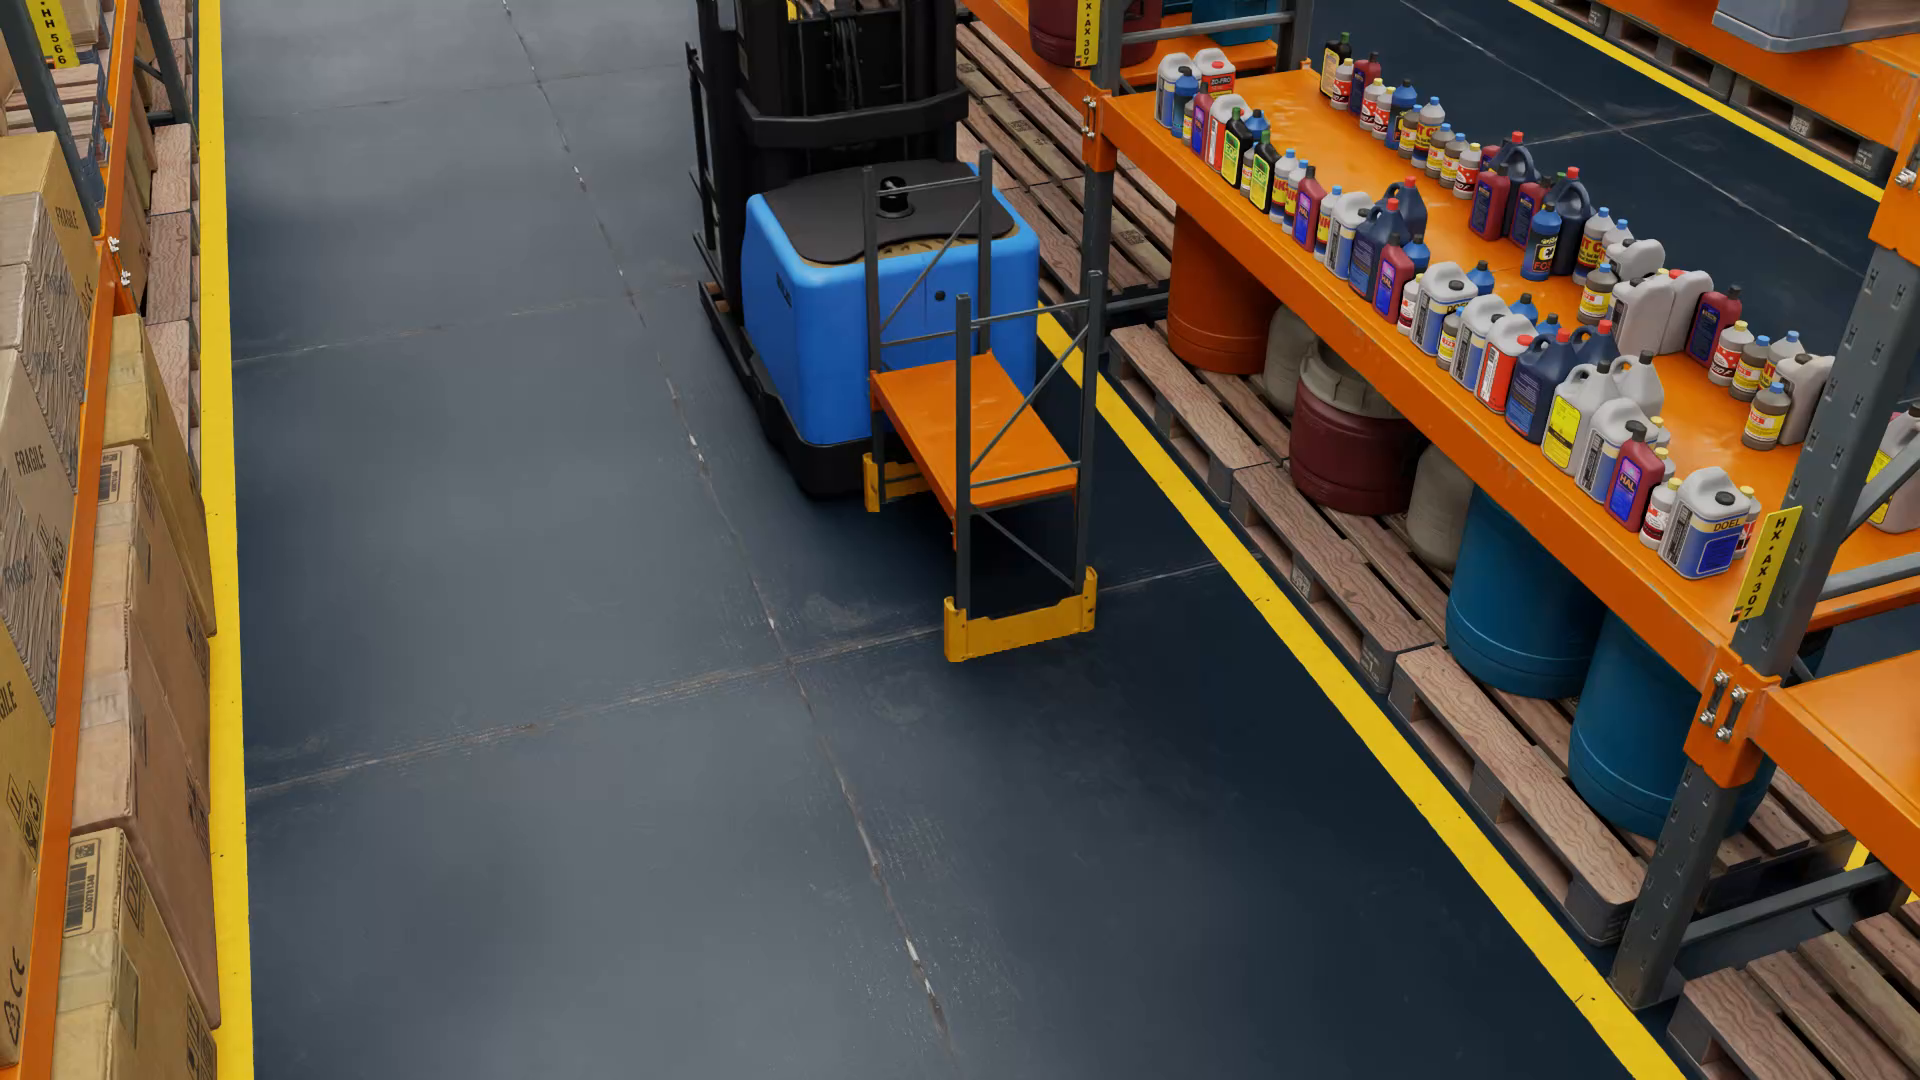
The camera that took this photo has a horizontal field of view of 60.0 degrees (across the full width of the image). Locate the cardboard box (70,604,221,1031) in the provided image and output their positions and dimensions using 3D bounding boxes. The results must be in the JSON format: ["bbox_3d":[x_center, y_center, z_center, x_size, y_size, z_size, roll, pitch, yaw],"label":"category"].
[{"bbox_3d":[-2.771,0.903,4.475,1.225,0.875,0.875,-14,39,-18],"label":"cardboard box"}]

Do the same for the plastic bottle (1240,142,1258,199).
[{"bbox_3d":[1.115,-1.402,6.283,0.097,0.201,0.097,0,37,0],"label":"plastic bottle"}]

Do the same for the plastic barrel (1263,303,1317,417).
[{"bbox_3d":[1.513,-0.801,7.040,0.421,0.512,0.421,0,37,0],"label":"plastic barrel"}]

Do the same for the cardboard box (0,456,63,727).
[{"bbox_3d":[-2.493,0.166,3.953,0.500,0.500,0.500,-13,39,-17],"label":"cardboard box"}]

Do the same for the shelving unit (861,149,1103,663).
[{"bbox_3d":[0.056,-0.505,6.174,0.587,1.500,1.083,-12,39,-16],"label":"shelving unit"}]

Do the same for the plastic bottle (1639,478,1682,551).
[{"bbox_3d":[1.922,-0.077,4.525,0.097,0.201,0.097,0,37,0],"label":"plastic bottle"}]

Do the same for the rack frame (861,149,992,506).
[{"bbox_3d":[-0.120,-0.798,6.563,0.500,1.500,0.032,-12,39,-16],"label":"rack frame"}]

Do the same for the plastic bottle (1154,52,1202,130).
[{"bbox_3d":[0.896,-1.840,6.802,0.152,0.276,0.135,-12,39,-16],"label":"plastic bottle"}]

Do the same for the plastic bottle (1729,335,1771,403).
[{"bbox_3d":[2.452,-0.535,5.132,0.097,0.201,0.097,0,37,0],"label":"plastic bottle"}]

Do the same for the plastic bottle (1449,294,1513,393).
[{"bbox_3d":[1.642,-0.615,5.176,0.152,0.276,0.135,-12,39,-16],"label":"plastic bottle"}]

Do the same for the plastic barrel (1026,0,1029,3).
[{"bbox_3d":[0.496,-2.782,7.858,0.421,0.512,0.421,0,37,0],"label":"plastic barrel"}]

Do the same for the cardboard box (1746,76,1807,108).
[{"bbox_3d":[5.112,-2.831,9.951,0.500,0.250,0.500,-13,39,-16],"label":"cardboard box"}]

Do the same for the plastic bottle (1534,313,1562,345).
[{"bbox_3d":[1.799,-0.573,5.125,0.097,0.271,0.097,0,37,0],"label":"plastic bottle"}]

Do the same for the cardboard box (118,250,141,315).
[{"bbox_3d":[-4.052,-1.038,7.346,0.700,0.500,0.500,-16,40,-20],"label":"cardboard box"}]

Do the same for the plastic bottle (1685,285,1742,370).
[{"bbox_3d":[2.396,-0.692,5.272,0.061,0.283,0.133,-12,39,-16],"label":"plastic bottle"}]

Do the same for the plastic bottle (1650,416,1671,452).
[{"bbox_3d":[1.973,-0.260,4.767,0.097,0.201,0.097,0,37,0],"label":"plastic bottle"}]

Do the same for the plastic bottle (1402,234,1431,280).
[{"bbox_3d":[1.508,-0.891,5.547,0.097,0.271,0.097,0,37,0],"label":"plastic bottle"}]

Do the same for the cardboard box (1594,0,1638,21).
[{"bbox_3d":[4.588,-3.693,11.096,0.500,0.250,0.500,-14,39,-17],"label":"cardboard box"}]

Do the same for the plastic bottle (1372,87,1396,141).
[{"bbox_3d":[1.726,-1.727,6.715,0.097,0.201,0.097,0,37,0],"label":"plastic bottle"}]

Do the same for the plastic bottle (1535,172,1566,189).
[{"bbox_3d":[2.093,-1.188,5.932,0.061,0.283,0.133,-12,39,-16],"label":"plastic bottle"}]

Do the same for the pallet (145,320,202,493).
[{"bbox_3d":[-3.868,-0.503,7.243,1.003,0.211,1.213,-12,39,-16],"label":"pallet"}]

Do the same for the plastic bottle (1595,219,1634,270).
[{"bbox_3d":[2.213,-0.955,5.632,0.097,0.271,0.097,0,37,0],"label":"plastic bottle"}]

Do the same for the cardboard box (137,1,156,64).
[{"bbox_3d":[-5.281,-3.160,10.181,0.500,0.500,0.500,-1,37,-1],"label":"cardboard box"}]

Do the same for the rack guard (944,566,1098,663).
[{"bbox_3d":[0.225,0.276,6.176,0.587,0.250,0.087,-12,39,-16],"label":"rack guard"}]

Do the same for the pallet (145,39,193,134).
[{"bbox_3d":[-5.241,-2.693,10.150,1.003,0.211,1.213,-12,39,-16],"label":"pallet"}]

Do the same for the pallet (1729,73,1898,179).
[{"bbox_3d":[5.456,-2.583,10.004,1.003,0.211,1.213,-12,39,-16],"label":"pallet"}]

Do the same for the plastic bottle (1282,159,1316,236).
[{"bbox_3d":[1.228,-1.245,6.016,0.097,0.271,0.097,0,37,0],"label":"plastic bottle"}]

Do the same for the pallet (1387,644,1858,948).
[{"bbox_3d":[2.201,0.728,5.608,1.003,0.211,1.213,-12,39,-16],"label":"pallet"}]

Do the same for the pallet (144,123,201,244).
[{"bbox_3d":[-4.707,-1.882,9.073,1.003,0.211,1.213,-12,39,-16],"label":"pallet"}]

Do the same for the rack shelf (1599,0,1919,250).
[{"bbox_3d":[1.739,-1.982,4.993,1.077,0.370,4.000,-12,39,-16],"label":"rack shelf"}]

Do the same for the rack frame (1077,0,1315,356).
[{"bbox_3d":[1.050,-2.201,7.179,1.000,3.000,0.127,-12,39,-16],"label":"rack frame"}]

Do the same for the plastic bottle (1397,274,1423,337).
[{"bbox_3d":[1.497,-0.776,5.452,0.097,0.201,0.097,0,37,0],"label":"plastic bottle"}]

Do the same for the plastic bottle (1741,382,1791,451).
[{"bbox_3d":[2.389,-0.372,4.916,0.097,0.201,0.097,0,37,0],"label":"plastic bottle"}]

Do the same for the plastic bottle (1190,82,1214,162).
[{"bbox_3d":[0.966,-1.648,6.541,0.061,0.283,0.133,-12,39,-16],"label":"plastic bottle"}]

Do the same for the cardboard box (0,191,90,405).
[{"bbox_3d":[-3.031,-0.705,5.110,0.500,0.500,0.500,-13,39,-16],"label":"cardboard box"}]

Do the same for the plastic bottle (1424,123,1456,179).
[{"bbox_3d":[1.860,-1.507,6.423,0.097,0.201,0.097,0,37,0],"label":"plastic bottle"}]

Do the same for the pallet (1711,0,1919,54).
[{"bbox_3d":[2.065,-1.486,3.894,1.213,0.211,1.003,-12,39,-16],"label":"pallet"}]

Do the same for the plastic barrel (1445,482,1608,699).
[{"bbox_3d":[2.012,0.018,5.627,0.600,0.901,0.708,-12,39,-16],"label":"plastic barrel"}]

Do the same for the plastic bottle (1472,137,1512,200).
[{"bbox_3d":[1.984,-1.368,6.170,0.061,0.283,0.133,-12,39,-16],"label":"plastic bottle"}]

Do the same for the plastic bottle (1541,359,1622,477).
[{"bbox_3d":[1.803,-0.373,4.793,0.144,0.351,0.185,-12,39,-16],"label":"plastic bottle"}]

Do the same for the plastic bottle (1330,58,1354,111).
[{"bbox_3d":[1.613,-1.912,6.961,0.097,0.201,0.097,0,37,0],"label":"plastic bottle"}]

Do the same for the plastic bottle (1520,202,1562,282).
[{"bbox_3d":[2.010,-1.035,5.738,0.097,0.271,0.097,0,37,0],"label":"plastic bottle"}]

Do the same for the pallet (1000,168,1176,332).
[{"bbox_3d":[0.820,-1.533,8.609,1.003,0.211,1.213,-12,39,-16],"label":"pallet"}]

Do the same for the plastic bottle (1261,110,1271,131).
[{"bbox_3d":[1.166,-1.585,6.526,0.097,0.201,0.097,0,37,0],"label":"plastic bottle"}]

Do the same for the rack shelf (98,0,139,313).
[{"bbox_3d":[-4.288,-2.018,7.534,1.077,0.370,4.000,-12,39,-16],"label":"rack shelf"}]

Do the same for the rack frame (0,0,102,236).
[{"bbox_3d":[-3.600,-1.175,5.817,1.000,3.000,0.127,-12,39,-16],"label":"rack frame"}]

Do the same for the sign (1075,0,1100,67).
[{"bbox_3d":[0.536,-2.148,6.973,0.100,0.325,0.005,-12,39,-16],"label":"sign"}]

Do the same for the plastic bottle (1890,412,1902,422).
[{"bbox_3d":[2.655,-0.265,4.706,0.061,0.283,0.133,-12,39,-16],"label":"plastic bottle"}]

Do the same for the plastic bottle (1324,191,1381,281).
[{"bbox_3d":[1.373,-1.056,5.762,0.152,0.276,0.135,-12,39,-16],"label":"plastic bottle"}]

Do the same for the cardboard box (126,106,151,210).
[{"bbox_3d":[-4.639,-1.988,8.607,0.700,0.500,0.500,-13,39,-16],"label":"cardboard box"}]

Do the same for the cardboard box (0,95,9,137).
[{"bbox_3d":[-3.823,-1.680,6.055,0.500,0.500,0.500,-17,40,-21],"label":"cardboard box"}]

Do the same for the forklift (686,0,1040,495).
[{"bbox_3d":[-0.644,-2.244,7.294,1.130,2.935,3.031,-12,39,-16],"label":"forklift"}]
